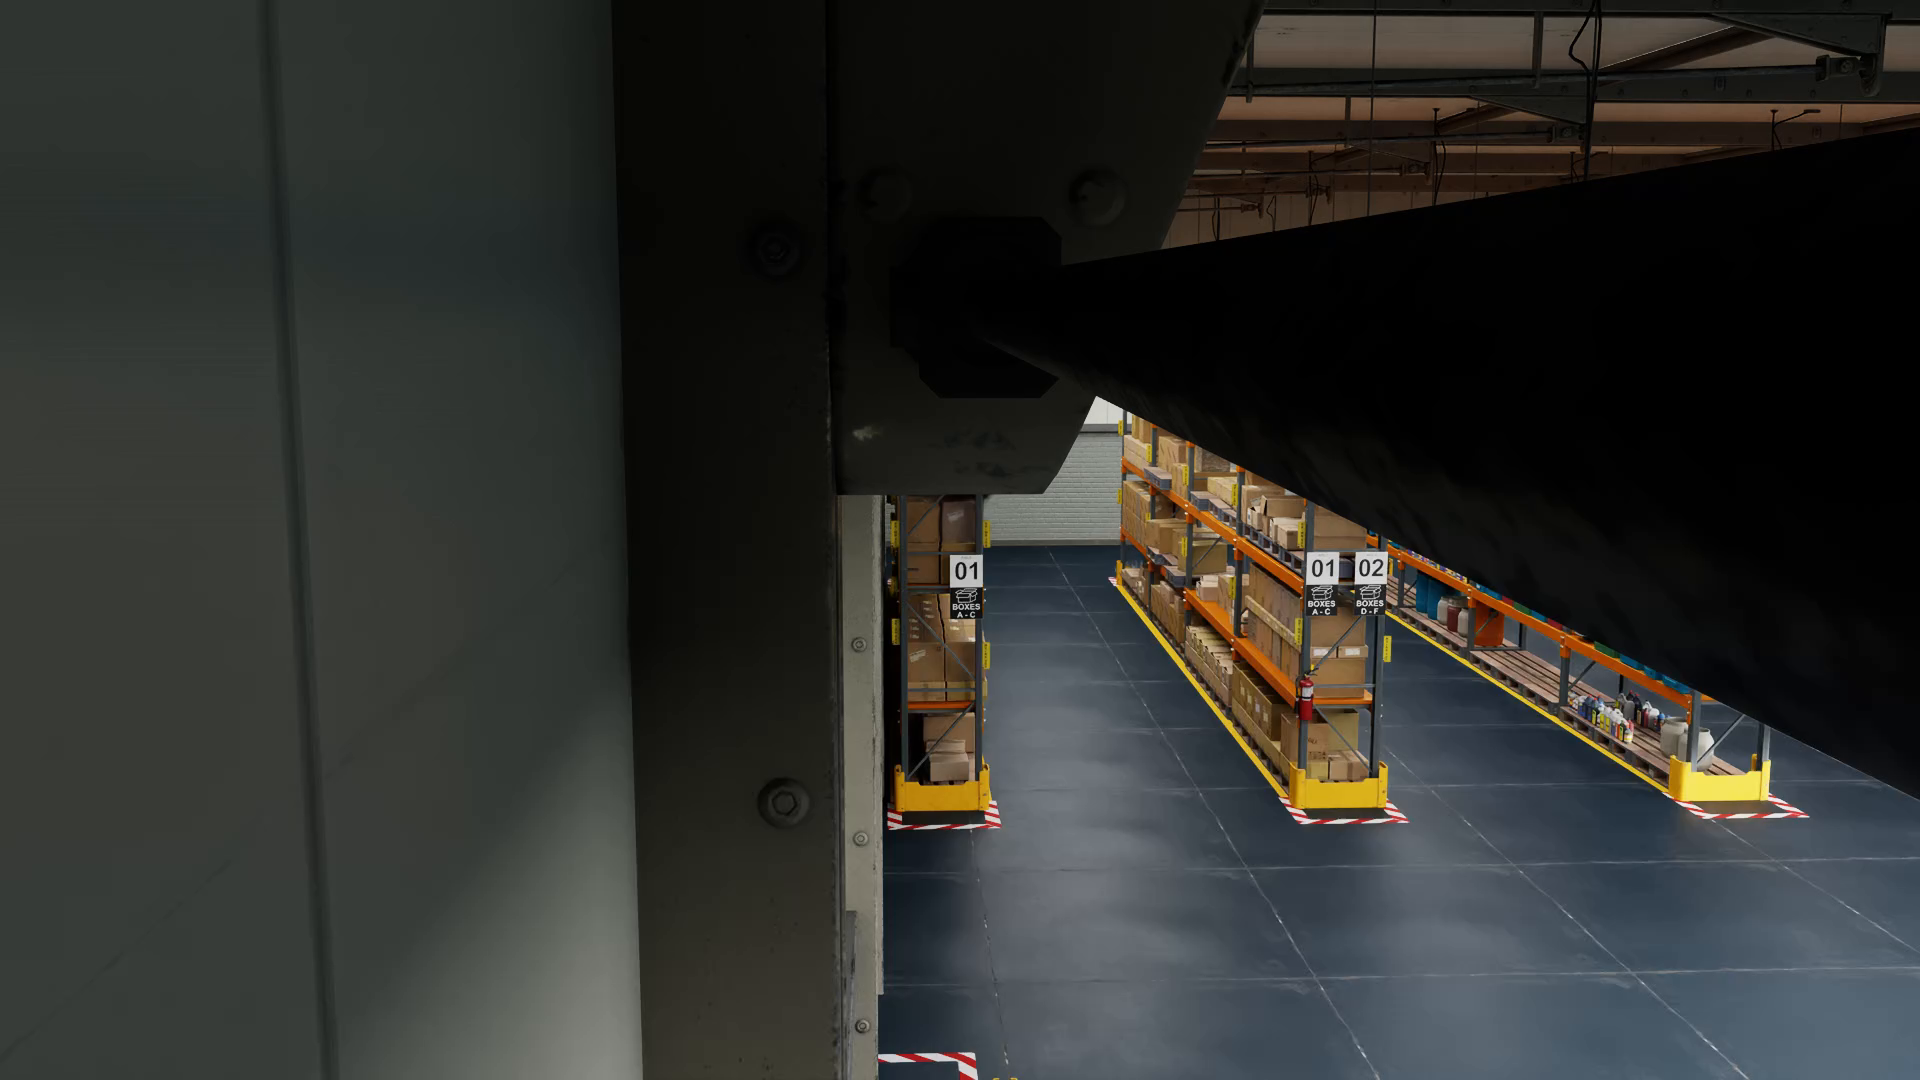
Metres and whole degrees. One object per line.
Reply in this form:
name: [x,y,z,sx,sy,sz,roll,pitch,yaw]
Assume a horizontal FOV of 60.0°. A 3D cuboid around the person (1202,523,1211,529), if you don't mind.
person: [5.464,0.135,36.704,0.596,1.587,0.801,-6,10,-34]
